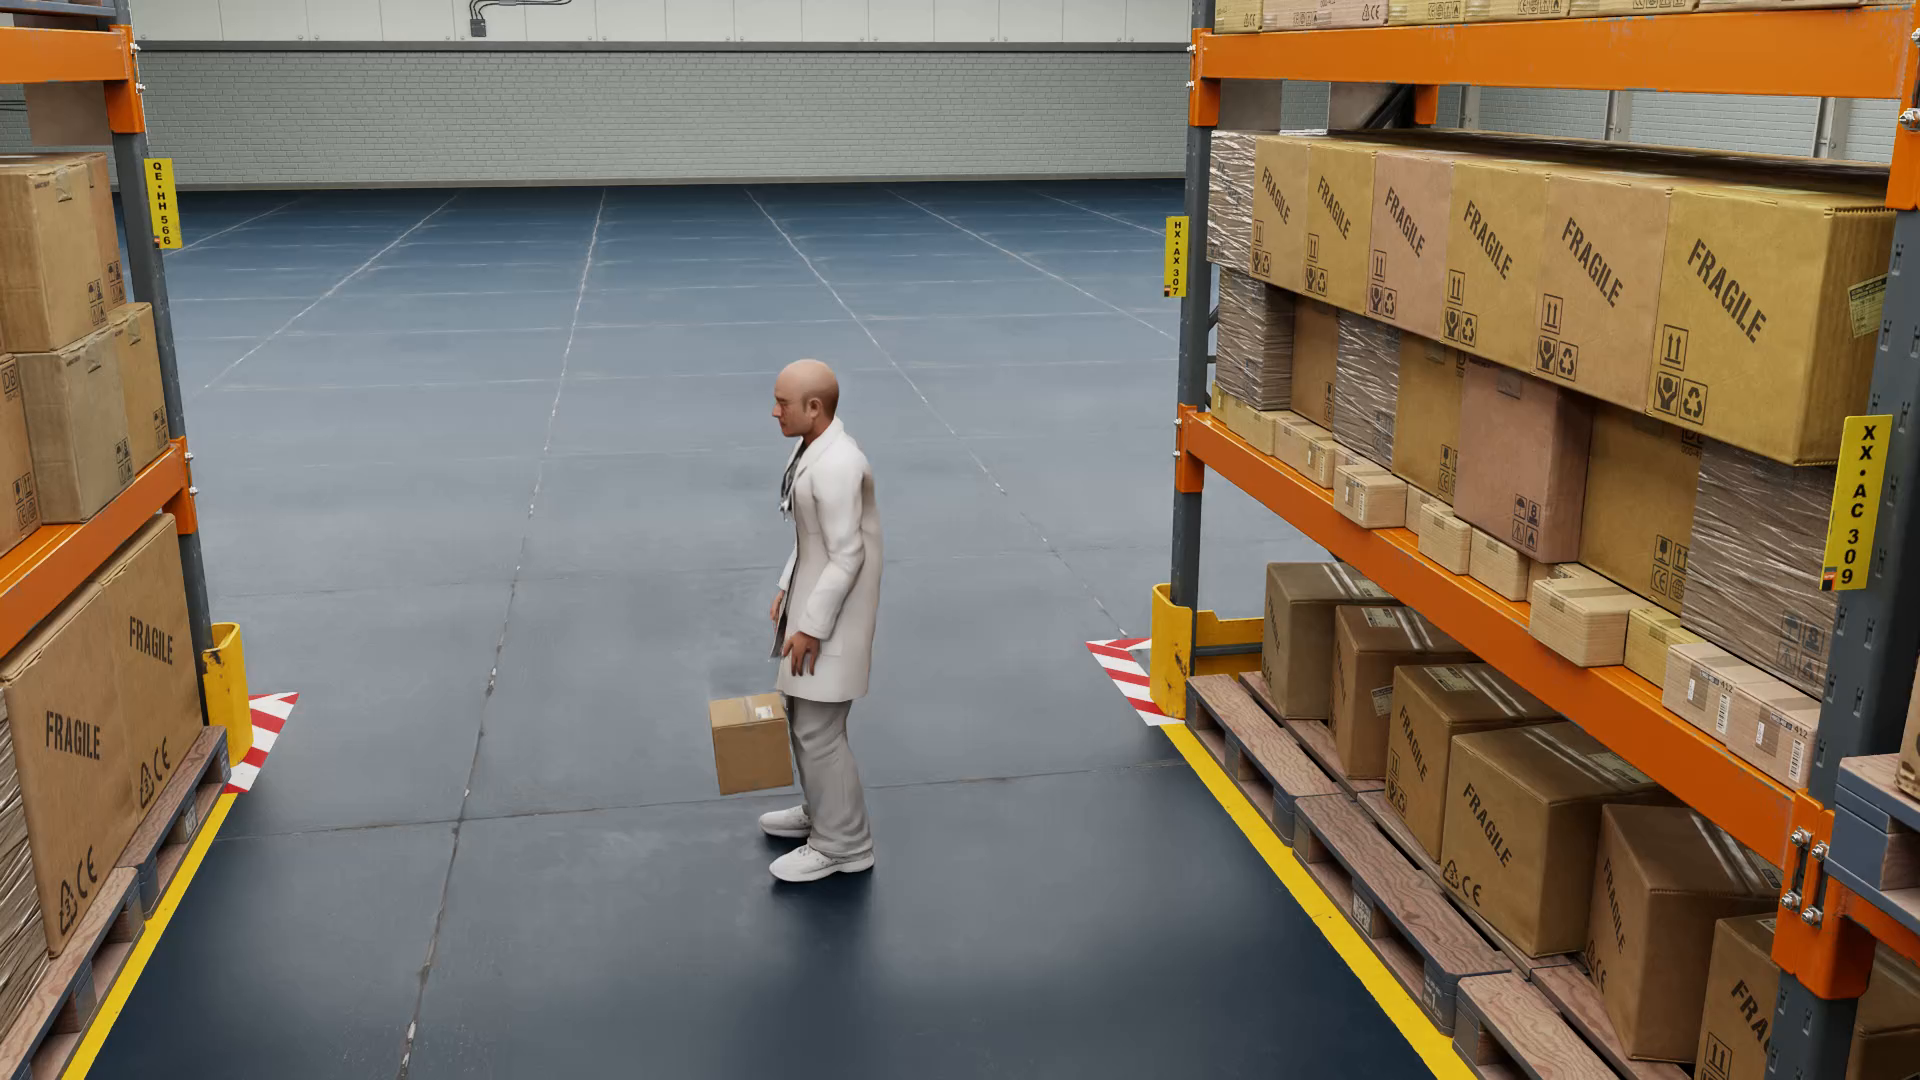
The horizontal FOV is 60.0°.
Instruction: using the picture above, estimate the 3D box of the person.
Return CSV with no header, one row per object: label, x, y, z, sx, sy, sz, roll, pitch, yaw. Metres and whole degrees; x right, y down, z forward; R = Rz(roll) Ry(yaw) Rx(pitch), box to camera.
person,-0.478,0.265,5.638,0.422,1.777,0.594,-3,16,-11
